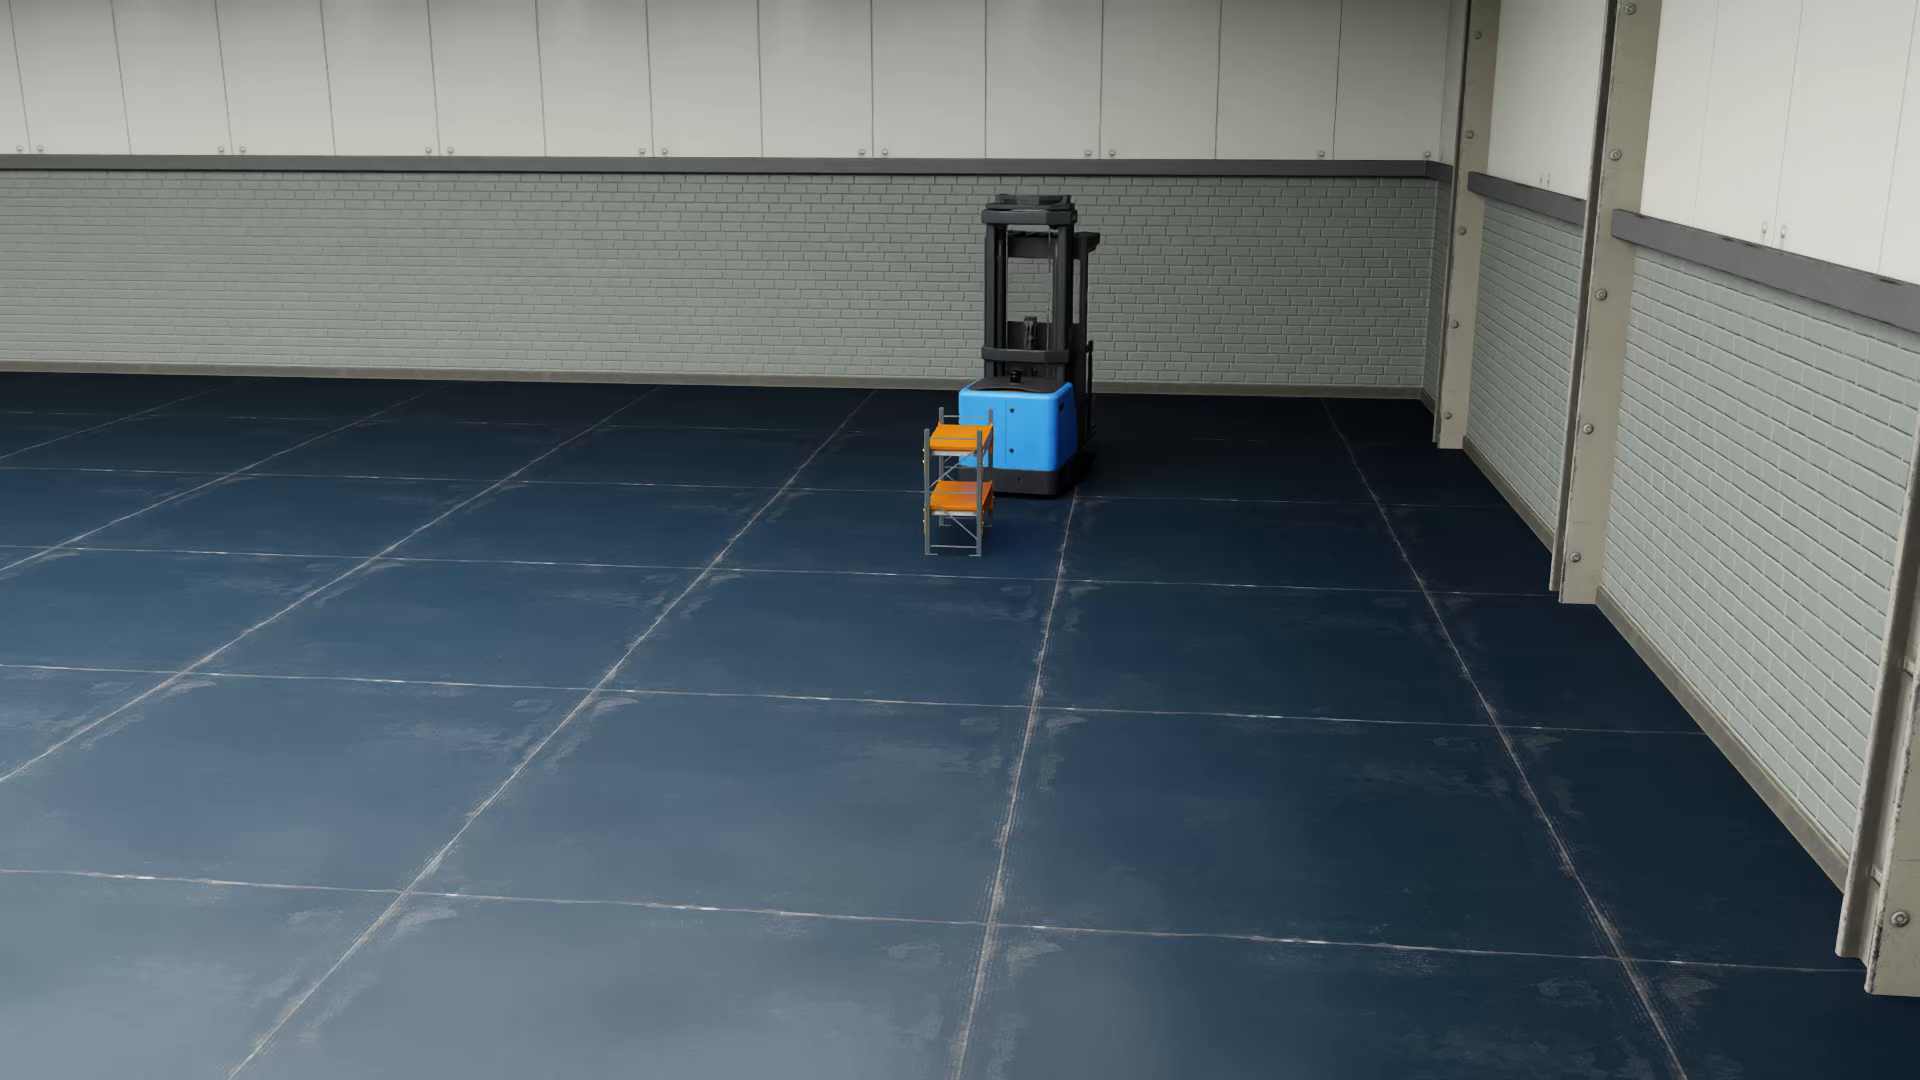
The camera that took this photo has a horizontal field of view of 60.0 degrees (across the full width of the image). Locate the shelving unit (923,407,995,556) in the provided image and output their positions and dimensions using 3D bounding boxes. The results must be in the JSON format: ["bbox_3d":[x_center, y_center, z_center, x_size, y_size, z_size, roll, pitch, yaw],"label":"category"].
[{"bbox_3d":[-0.001,-0.541,15.009,0.538,1.125,1.048,2,15,6],"label":"shelving unit"}]

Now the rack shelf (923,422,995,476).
[{"bbox_3d":[-0.001,-0.824,14.932,0.538,0.278,1.000,2,15,6],"label":"rack shelf"}]

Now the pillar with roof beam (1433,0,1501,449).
[{"bbox_3d":[1.375,-5.570,18.523,9.100,9.000,0.400,2,15,6],"label":"pillar with roof beam"}]

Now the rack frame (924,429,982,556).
[{"bbox_3d":[-0.058,-0.409,14.521,0.500,1.125,0.032,2,15,6],"label":"rack frame"}]

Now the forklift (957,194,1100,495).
[{"bbox_3d":[0.856,-2.205,17.703,1.130,2.935,3.031,4,16,15],"label":"forklift"}]

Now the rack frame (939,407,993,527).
[{"bbox_3d":[0.057,-0.673,15.496,0.500,1.125,0.032,2,15,6],"label":"rack frame"}]

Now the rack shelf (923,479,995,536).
[{"bbox_3d":[-0.001,-0.305,15.073,0.538,0.278,1.000,2,15,6],"label":"rack shelf"}]

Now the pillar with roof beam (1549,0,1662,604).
[{"bbox_3d":[0.698,-4.014,12.768,9.100,9.000,0.400,2,15,6],"label":"pillar with roof beam"}]

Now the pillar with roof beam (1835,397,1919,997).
[{"bbox_3d":[0.021,-2.458,7.013,9.100,9.000,0.400,2,15,6],"label":"pillar with roof beam"}]
